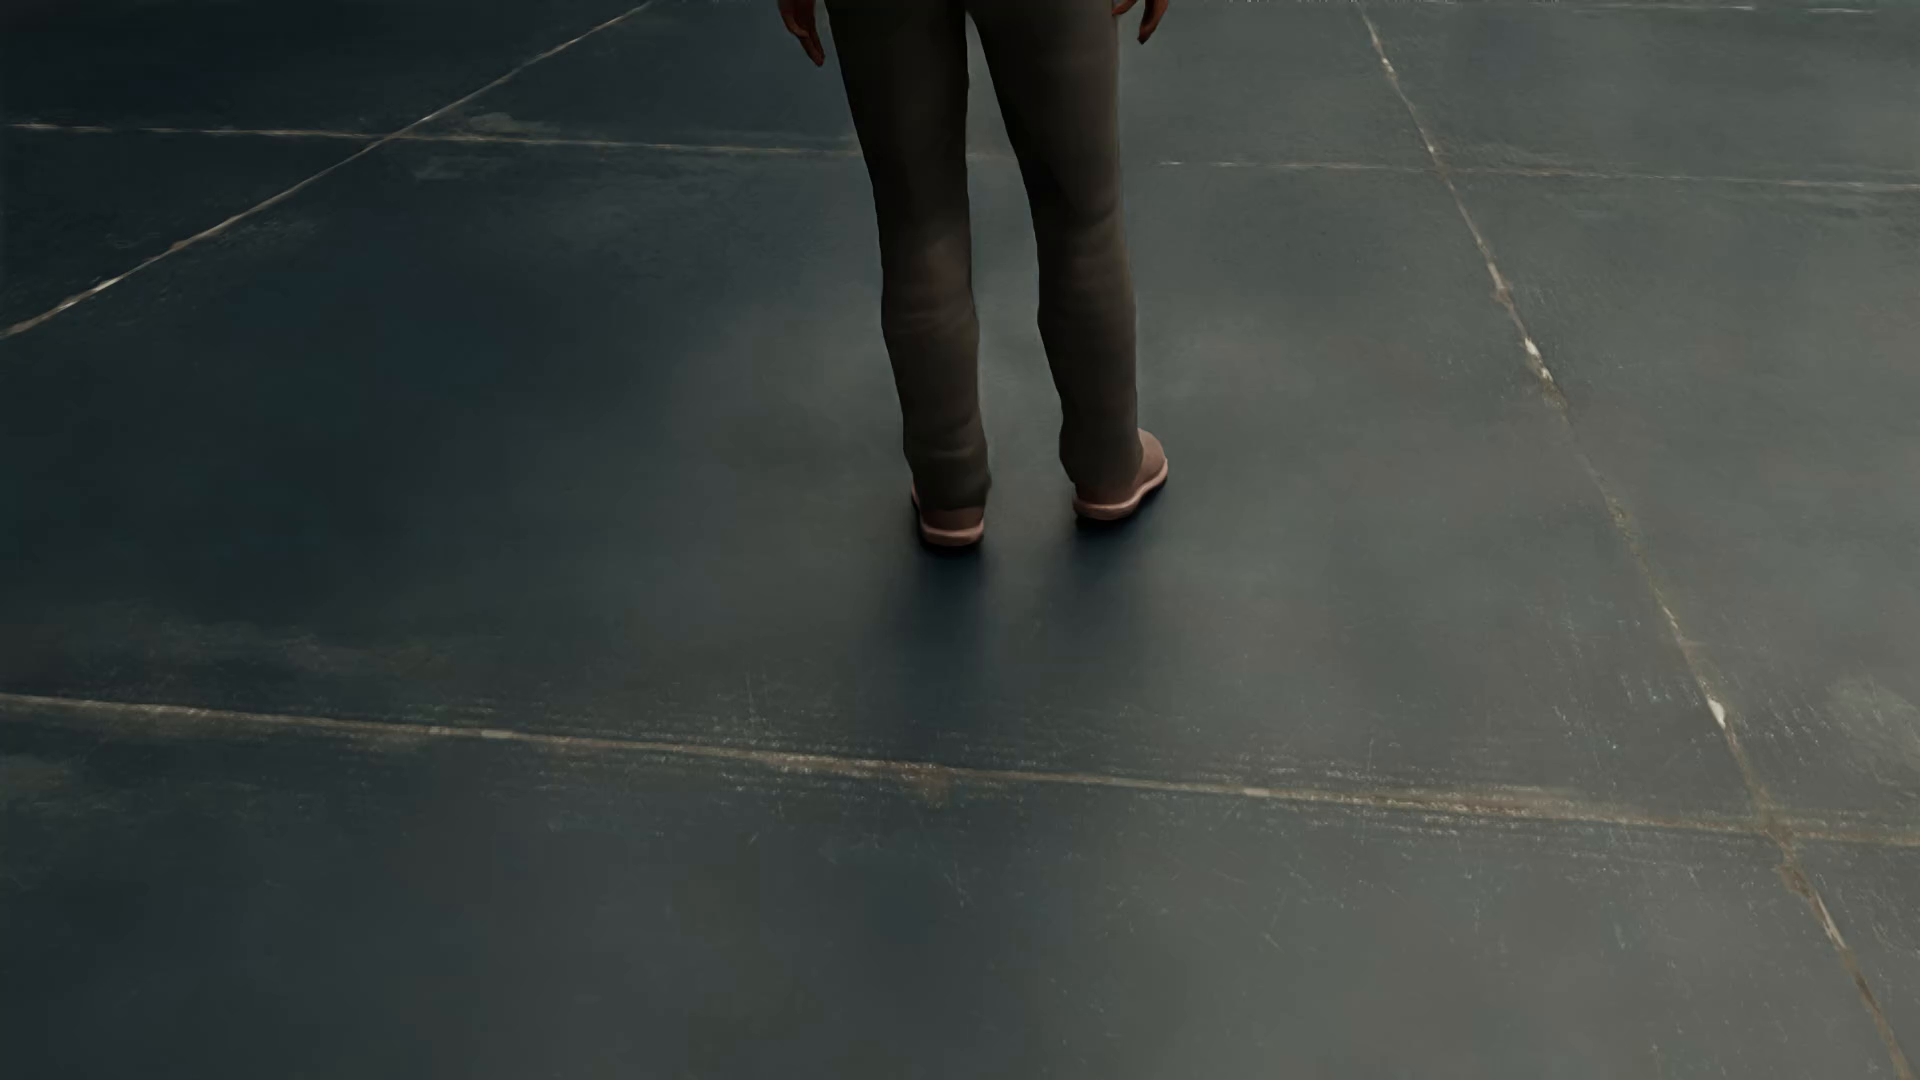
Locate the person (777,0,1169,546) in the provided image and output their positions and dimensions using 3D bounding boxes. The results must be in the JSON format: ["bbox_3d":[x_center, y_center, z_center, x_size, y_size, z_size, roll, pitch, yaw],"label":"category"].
[{"bbox_3d":[0.031,-0.779,2.206,0.570,1.642,0.503,3,27,7],"label":"person"}]
